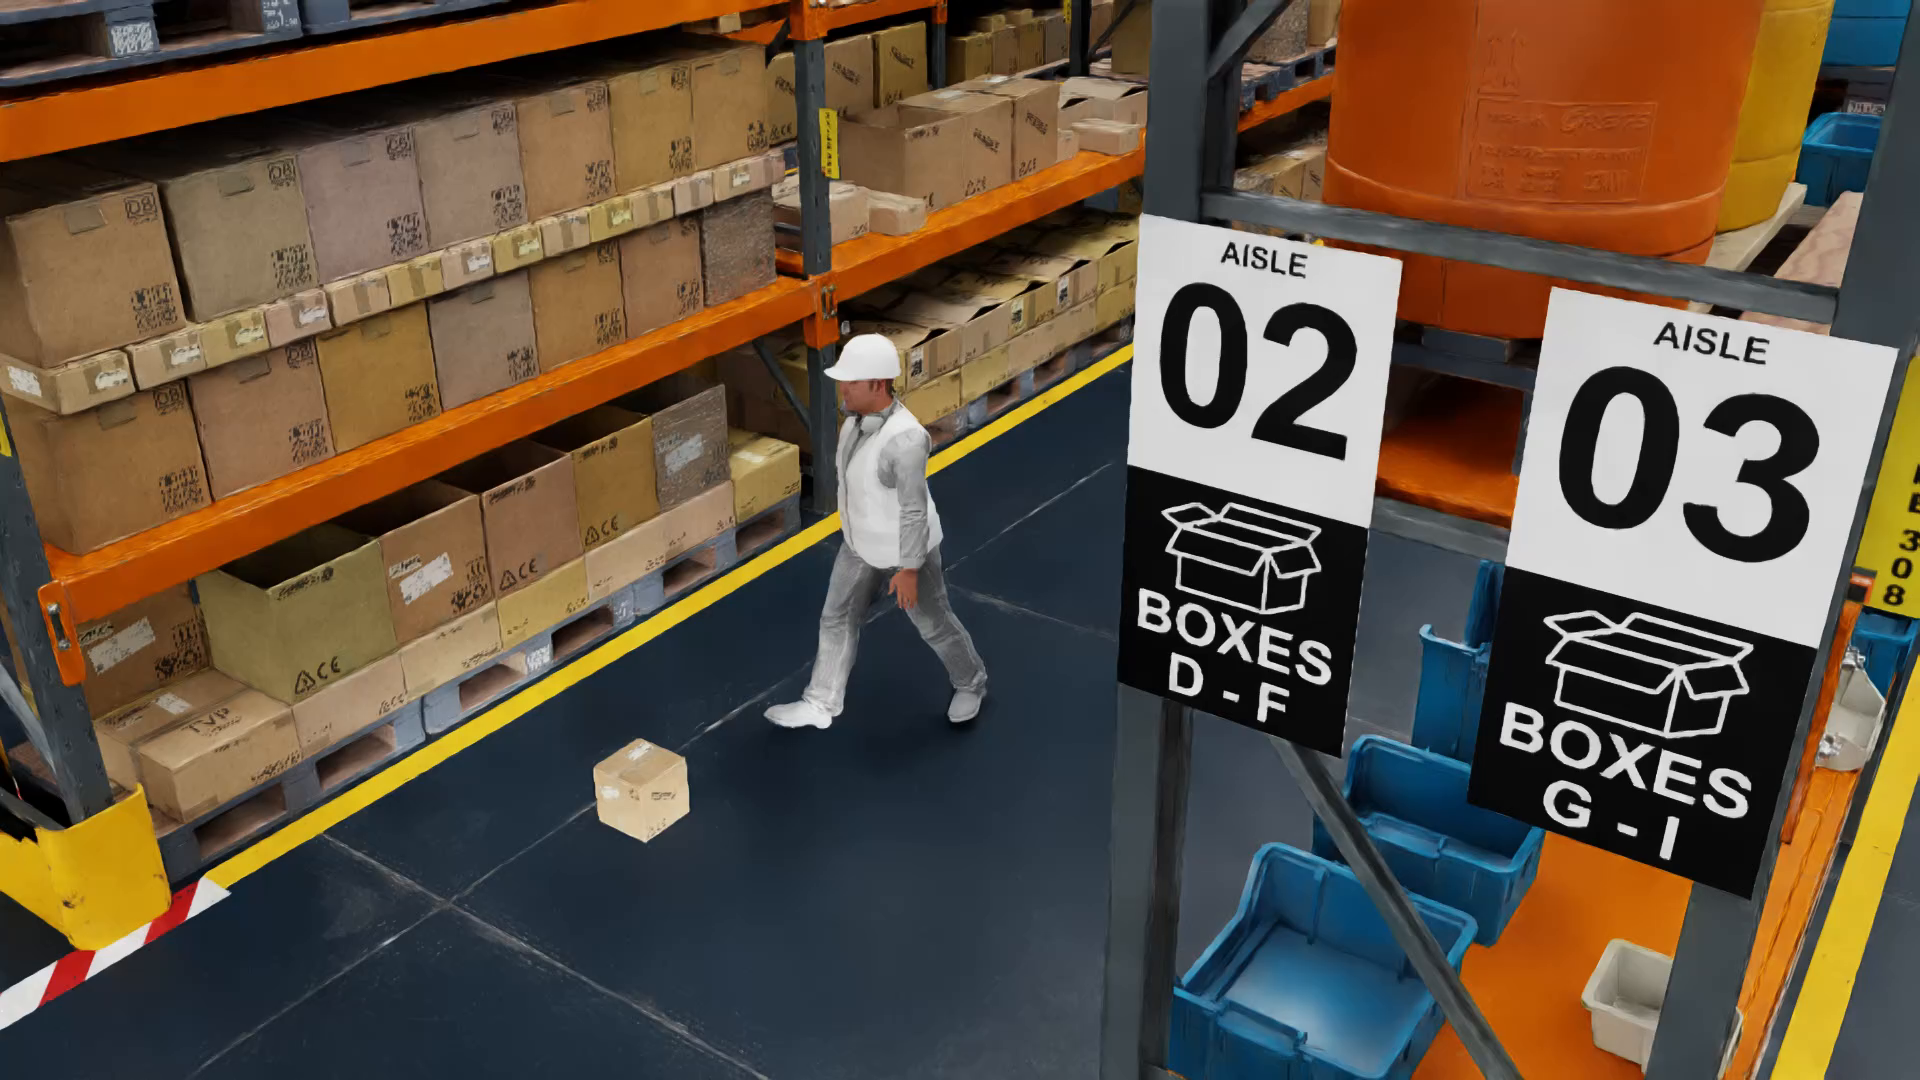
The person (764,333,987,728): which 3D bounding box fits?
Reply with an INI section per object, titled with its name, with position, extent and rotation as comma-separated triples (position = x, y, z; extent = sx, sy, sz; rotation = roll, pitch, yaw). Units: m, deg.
[person]
position = -0.320, 0.000, 6.621
extent = 0.925, 1.741, 0.474
rotation = -16, 31, -29
